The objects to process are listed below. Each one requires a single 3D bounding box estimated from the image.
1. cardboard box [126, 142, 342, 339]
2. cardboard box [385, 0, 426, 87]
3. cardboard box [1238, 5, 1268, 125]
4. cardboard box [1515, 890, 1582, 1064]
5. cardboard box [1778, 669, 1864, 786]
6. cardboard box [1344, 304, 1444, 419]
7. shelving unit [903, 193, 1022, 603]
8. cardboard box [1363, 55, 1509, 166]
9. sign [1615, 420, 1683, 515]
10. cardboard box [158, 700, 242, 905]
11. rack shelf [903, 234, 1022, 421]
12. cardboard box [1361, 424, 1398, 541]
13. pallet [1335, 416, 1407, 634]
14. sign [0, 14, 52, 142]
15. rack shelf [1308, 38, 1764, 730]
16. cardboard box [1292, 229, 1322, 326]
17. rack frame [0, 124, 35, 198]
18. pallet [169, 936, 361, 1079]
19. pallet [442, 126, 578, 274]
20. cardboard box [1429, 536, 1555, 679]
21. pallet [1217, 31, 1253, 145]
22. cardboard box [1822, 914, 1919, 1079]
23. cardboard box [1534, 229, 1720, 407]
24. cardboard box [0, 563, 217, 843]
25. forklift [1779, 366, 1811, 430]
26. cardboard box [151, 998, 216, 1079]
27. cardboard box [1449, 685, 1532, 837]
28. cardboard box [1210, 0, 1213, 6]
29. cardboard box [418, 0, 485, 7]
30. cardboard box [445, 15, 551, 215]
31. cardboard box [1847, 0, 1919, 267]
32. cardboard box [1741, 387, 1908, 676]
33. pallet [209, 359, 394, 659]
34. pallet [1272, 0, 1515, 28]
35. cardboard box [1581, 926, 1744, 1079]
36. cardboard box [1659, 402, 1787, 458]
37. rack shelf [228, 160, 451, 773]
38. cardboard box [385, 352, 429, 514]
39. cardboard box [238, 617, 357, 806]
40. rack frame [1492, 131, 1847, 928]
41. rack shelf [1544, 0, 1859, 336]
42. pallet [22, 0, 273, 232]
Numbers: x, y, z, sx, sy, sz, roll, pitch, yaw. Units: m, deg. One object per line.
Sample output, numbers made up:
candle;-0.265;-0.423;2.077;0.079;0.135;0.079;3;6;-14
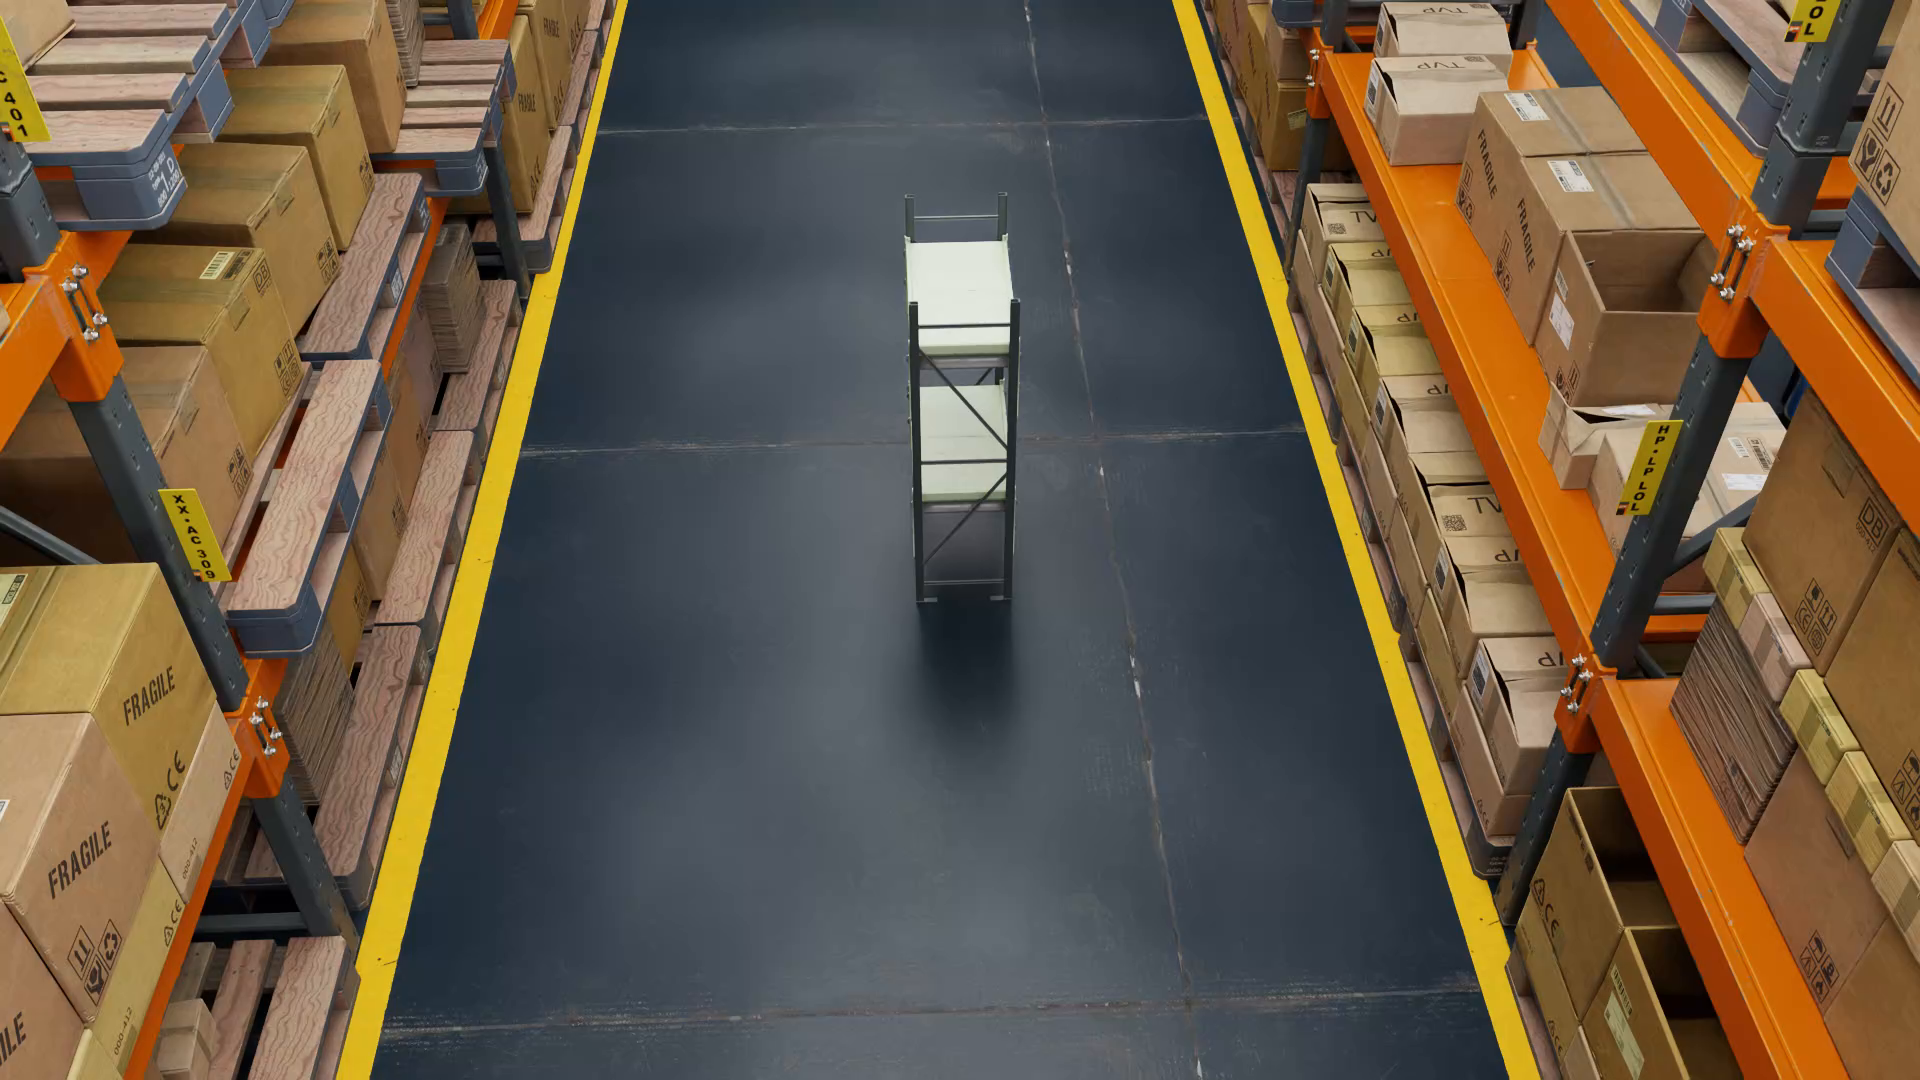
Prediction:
cardboard box;-2.630;-1.034;5.759;0.700;0.500;0.500;4;43;4
cardboard box;-2.706;-2.252;7.088;0.700;0.500;0.500;-6;43;-7
cardboard box;1.917;-2.730;9.532;0.500;0.500;0.500;-3;43;-3
cardboard box;2.099;1.366;5.264;0.500;0.250;0.500;-2;43;-2
cardboard box;2.224;0.440;3.996;0.380;0.149;0.250;-3;43;-3
cardboard box;1.992;-0.802;7.214;0.500;0.311;0.500;-3;43;-3
shelving unit;0.000;-0.548;6.738;0.431;1.500;0.755;-2;43;-2
cardboard box;2.057;-1.873;7.139;0.500;0.311;0.500;-2;43;-2
sign;1.841;-0.190;4.439;0.100;0.325;0.005;-2;43;-2
cardboard box;-2.244;0.689;4.374;0.500;0.250;0.500;-2;43;-2
rack shelf;0.000;-0.836;6.475;0.431;0.370;0.720;-2;43;-2
cardboard box;2.013;-0.258;7.035;0.500;0.250;0.500;-1;43;-1
pallet;2.258;-0.108;7.212;1.003;0.211;1.213;-2;43;-2
sign;-2.025;-0.987;3.504;0.100;0.325;0.005;-2;43;-2
rack shelf;2.298;-0.899;6.544;1.077;0.370;4.000;-2;43;-2
cardboard box;1.942;-1.294;8.166;0.500;0.250;0.500;-2;43;-2
rack frame;-2.566;-1.881;2.643;1.000;3.000;0.127;-2;43;-2
pallet;-2.503;1.811;5.118;1.003;0.211;1.213;-2;43;-2
pallet;-2.695;-1.877;9.141;1.003;0.211;1.213;-2;43;-2
cardboard box;2.051;0.221;6.098;0.500;0.311;0.500;-1;43;-1
pallet;2.170;-2.814;10.163;1.003;0.211;1.213;-2;43;-2
cardboard box;2.454;1.143;3.709;0.700;0.500;0.500;-1;43;-1
cardboard box;2.344;-0.726;5.748;0.500;0.500;0.500;1;43;1
cardboard box;-2.237;0.412;4.122;0.500;0.500;0.500;-2;43;-2
forklift;4.918;-2.031;7.297;1.130;2.935;3.031;25;48;25
cardboard box;-2.514;1.573;5.085;0.380;0.166;0.250;-7;43;-7
cardboard box;2.075;0.773;5.911;0.500;0.250;0.500;-2;43;-2
cardboard box;1.854;-3.763;10.659;0.500;0.500;0.500;-1;43;-1
cardboard box;-2.501;-2.859;7.841;0.500;0.500;0.500;0;43;-1
cardboard box;-2.636;-2.233;8.746;0.750;0.750;0.750;-2;43;-2
cardboard box;2.141;-0.816;3.212;0.500;0.500;0.500;2;43;2
cardboard box;2.408;-0.030;4.029;0.700;0.500;0.500;-1;43;-2
pallet;-2.454;-0.119;5.302;1.003;0.211;1.213;-2;43;-2
pallet;2.114;-2.900;8.336;1.213;0.211;1.003;-2;43;-2
cardboard box;2.119;1.427;4.642;0.500;0.500;0.500;-2;43;-2
cardboard box;2.549;-0.326;5.572;0.380;0.149;0.250;-2;43;-2
rack shelf;-2.651;-0.755;6.386;1.077;0.370;4.000;-2;43;-2
cardboard box;-2.699;-0.441;7.035;0.700;0.500;0.500;-2;43;-2
cardboard box;-2.614;0.593;5.907;0.700;0.500;0.500;0;43;0
rack frame;2.383;0.186;4.828;1.000;3.000;0.127;-2;43;-2
rack shelf;2.298;-2.005;5.530;1.077;0.370;4.000;-2;43;-2
pallet;-2.486;-1.126;4.178;1.213;0.211;1.003;-2;43;-2
